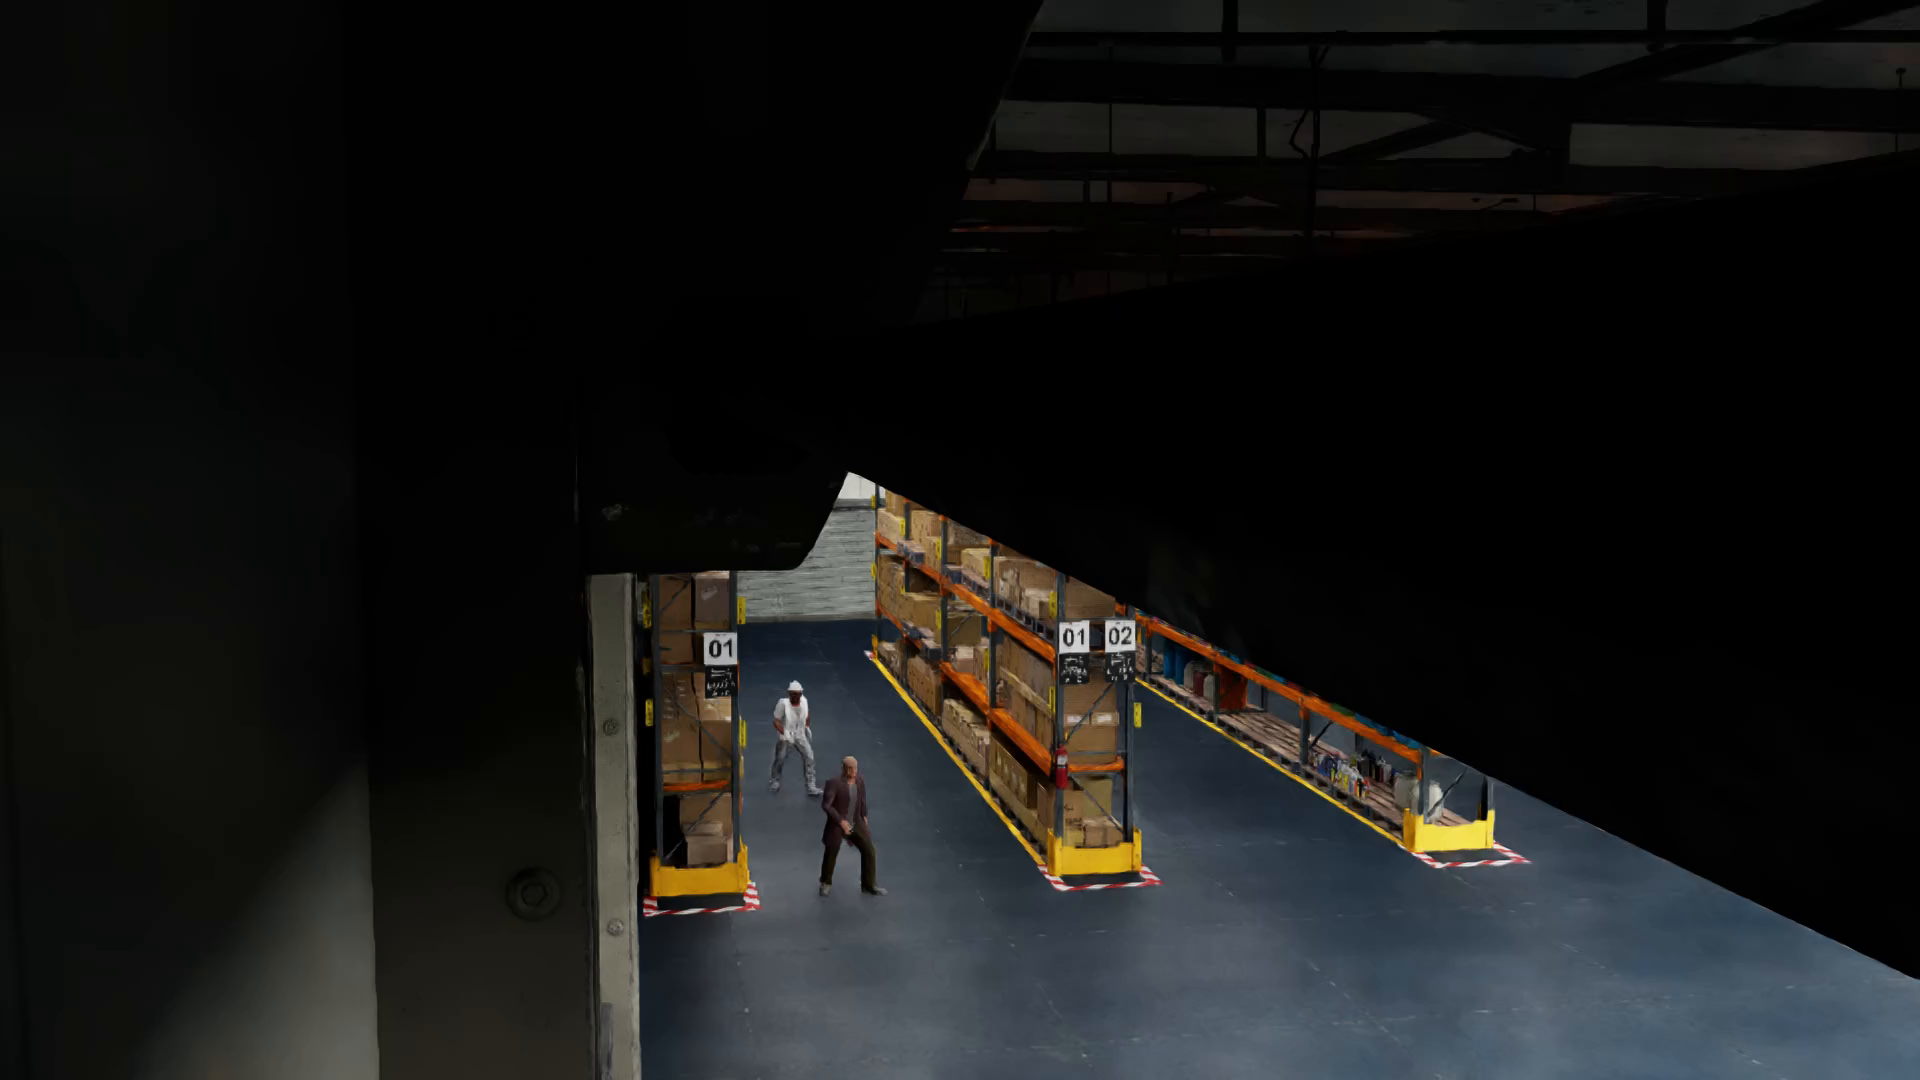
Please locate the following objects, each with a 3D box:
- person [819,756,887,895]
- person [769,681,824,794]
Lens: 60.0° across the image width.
[{"bbox_3d":[-1.371,3.419,19.977,0.715,1.726,0.833,-4,7,-31],"label":"person"},{"bbox_3d":[-2.500,2.928,24.792,0.680,1.722,0.846,-3,7,-28],"label":"person"}]
